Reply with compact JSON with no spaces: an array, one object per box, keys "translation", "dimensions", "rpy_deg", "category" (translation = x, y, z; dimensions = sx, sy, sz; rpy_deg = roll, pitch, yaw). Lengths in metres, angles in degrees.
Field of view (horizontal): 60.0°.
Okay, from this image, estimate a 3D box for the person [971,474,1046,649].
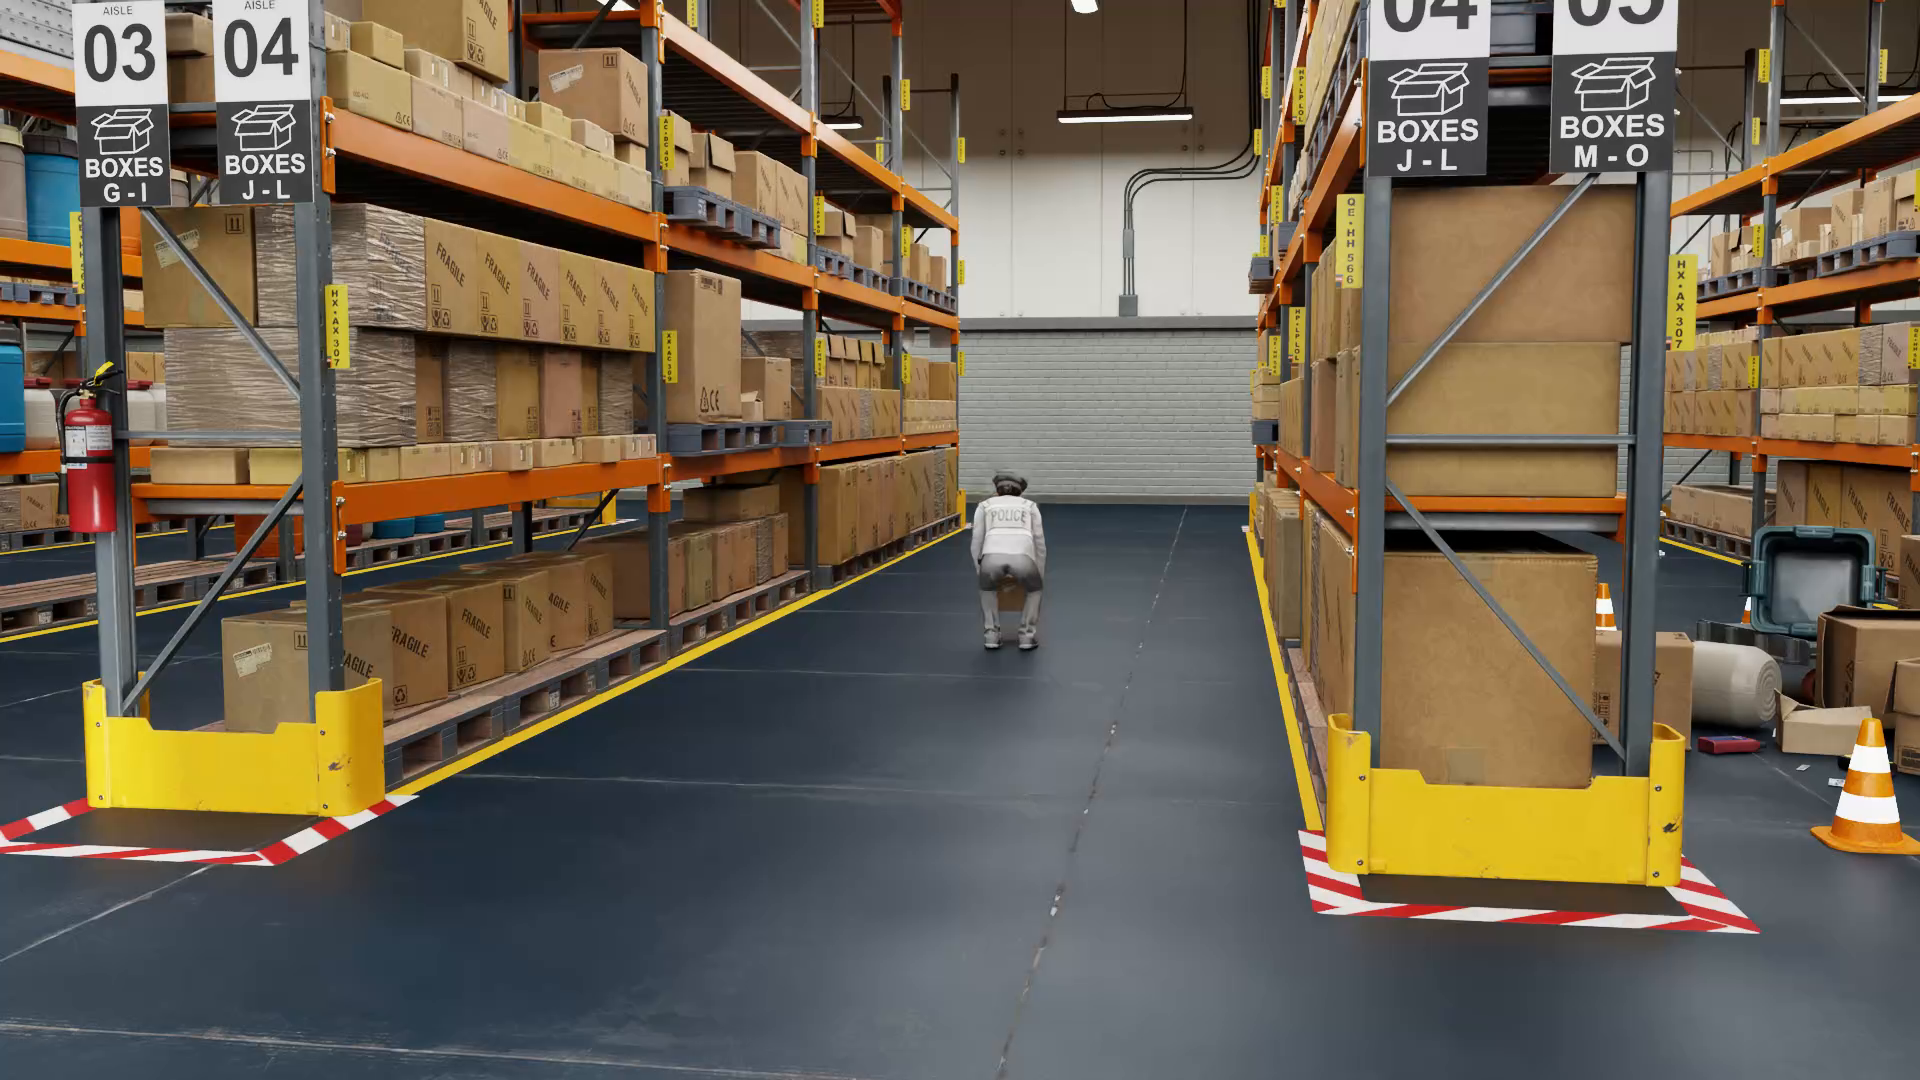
[{"translation":[0.314,0.142,11.293],"dimensions":[0.520,1.163,0.796],"rpy_deg":[1,5,9],"category":"person"}]
